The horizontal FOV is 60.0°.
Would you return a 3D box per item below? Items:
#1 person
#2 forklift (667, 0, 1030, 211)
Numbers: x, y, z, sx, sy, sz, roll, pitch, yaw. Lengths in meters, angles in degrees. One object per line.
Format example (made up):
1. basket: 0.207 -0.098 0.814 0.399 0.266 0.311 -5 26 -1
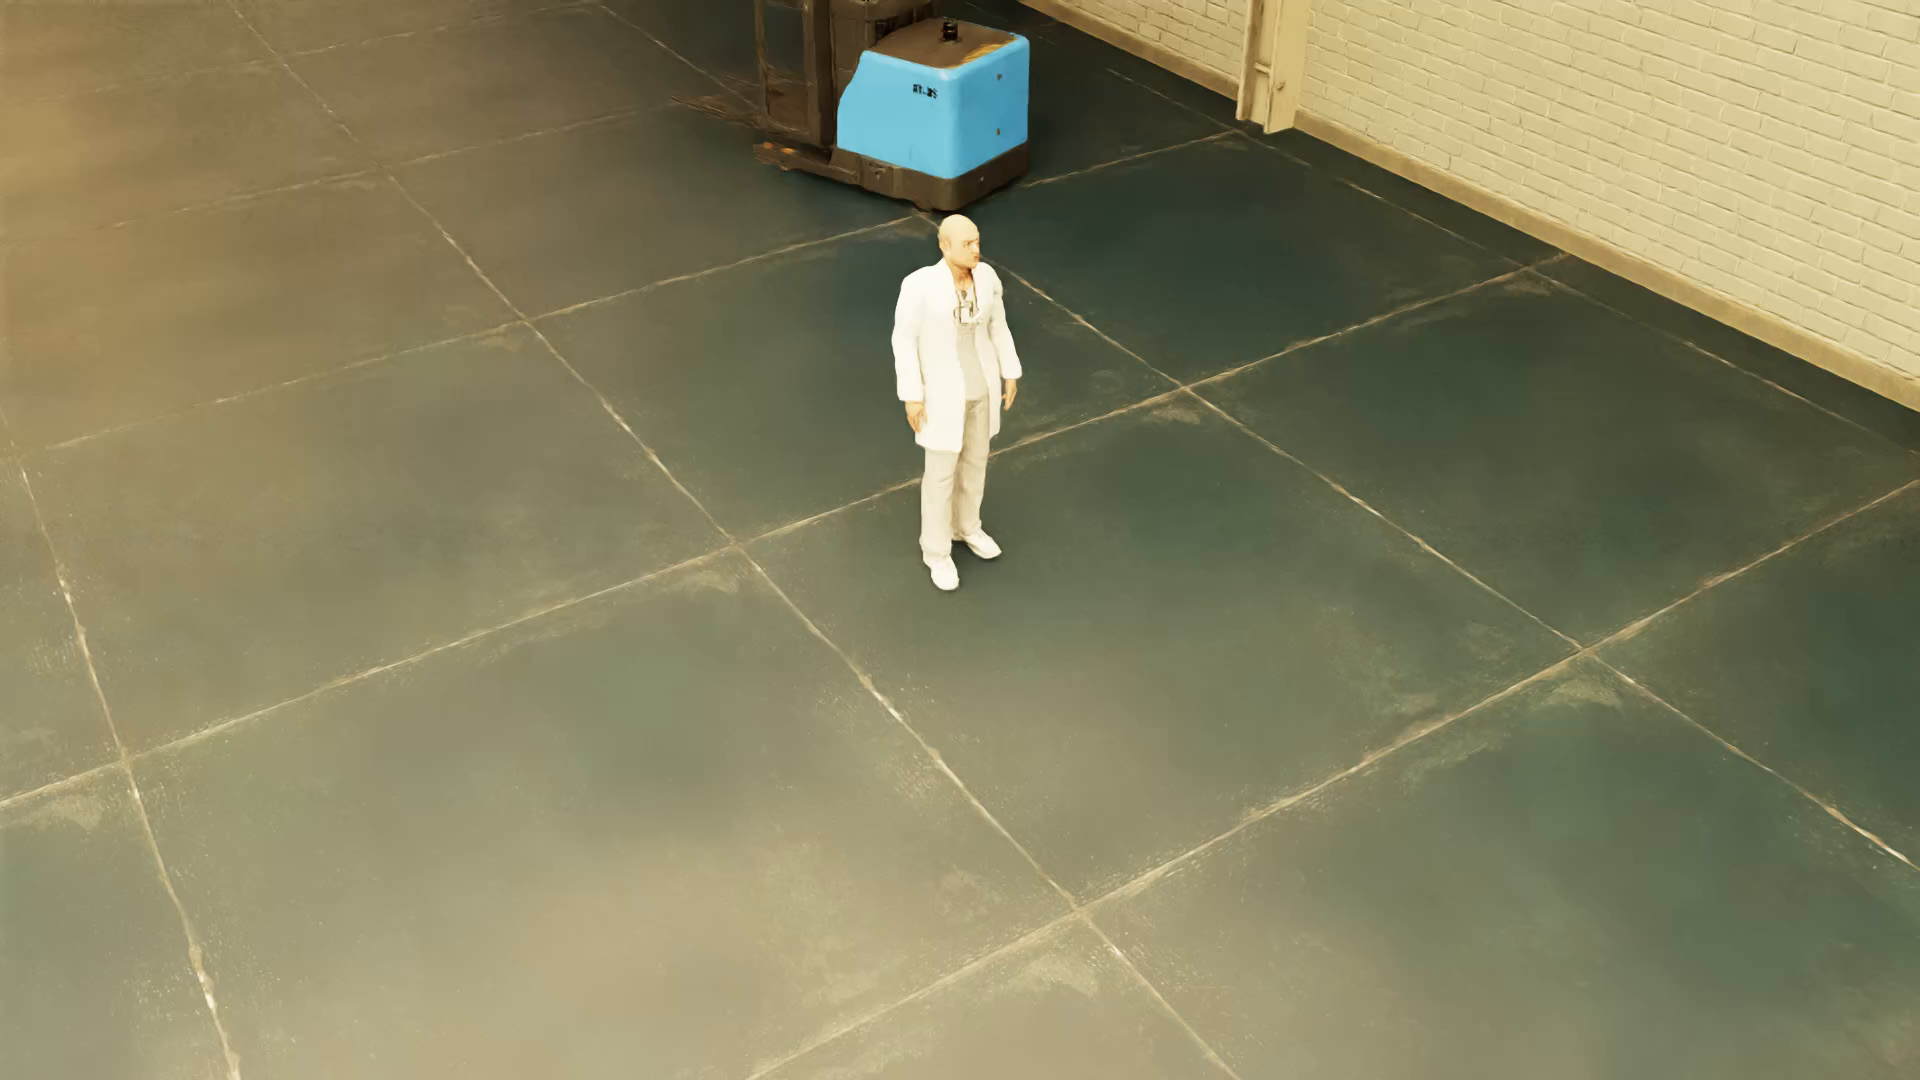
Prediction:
1. person: 0.046 -0.688 8.117 0.694 1.776 0.579 -21 40 -27
2. forklift: -0.962 -4.244 12.188 3.031 2.935 1.130 23 41 29
